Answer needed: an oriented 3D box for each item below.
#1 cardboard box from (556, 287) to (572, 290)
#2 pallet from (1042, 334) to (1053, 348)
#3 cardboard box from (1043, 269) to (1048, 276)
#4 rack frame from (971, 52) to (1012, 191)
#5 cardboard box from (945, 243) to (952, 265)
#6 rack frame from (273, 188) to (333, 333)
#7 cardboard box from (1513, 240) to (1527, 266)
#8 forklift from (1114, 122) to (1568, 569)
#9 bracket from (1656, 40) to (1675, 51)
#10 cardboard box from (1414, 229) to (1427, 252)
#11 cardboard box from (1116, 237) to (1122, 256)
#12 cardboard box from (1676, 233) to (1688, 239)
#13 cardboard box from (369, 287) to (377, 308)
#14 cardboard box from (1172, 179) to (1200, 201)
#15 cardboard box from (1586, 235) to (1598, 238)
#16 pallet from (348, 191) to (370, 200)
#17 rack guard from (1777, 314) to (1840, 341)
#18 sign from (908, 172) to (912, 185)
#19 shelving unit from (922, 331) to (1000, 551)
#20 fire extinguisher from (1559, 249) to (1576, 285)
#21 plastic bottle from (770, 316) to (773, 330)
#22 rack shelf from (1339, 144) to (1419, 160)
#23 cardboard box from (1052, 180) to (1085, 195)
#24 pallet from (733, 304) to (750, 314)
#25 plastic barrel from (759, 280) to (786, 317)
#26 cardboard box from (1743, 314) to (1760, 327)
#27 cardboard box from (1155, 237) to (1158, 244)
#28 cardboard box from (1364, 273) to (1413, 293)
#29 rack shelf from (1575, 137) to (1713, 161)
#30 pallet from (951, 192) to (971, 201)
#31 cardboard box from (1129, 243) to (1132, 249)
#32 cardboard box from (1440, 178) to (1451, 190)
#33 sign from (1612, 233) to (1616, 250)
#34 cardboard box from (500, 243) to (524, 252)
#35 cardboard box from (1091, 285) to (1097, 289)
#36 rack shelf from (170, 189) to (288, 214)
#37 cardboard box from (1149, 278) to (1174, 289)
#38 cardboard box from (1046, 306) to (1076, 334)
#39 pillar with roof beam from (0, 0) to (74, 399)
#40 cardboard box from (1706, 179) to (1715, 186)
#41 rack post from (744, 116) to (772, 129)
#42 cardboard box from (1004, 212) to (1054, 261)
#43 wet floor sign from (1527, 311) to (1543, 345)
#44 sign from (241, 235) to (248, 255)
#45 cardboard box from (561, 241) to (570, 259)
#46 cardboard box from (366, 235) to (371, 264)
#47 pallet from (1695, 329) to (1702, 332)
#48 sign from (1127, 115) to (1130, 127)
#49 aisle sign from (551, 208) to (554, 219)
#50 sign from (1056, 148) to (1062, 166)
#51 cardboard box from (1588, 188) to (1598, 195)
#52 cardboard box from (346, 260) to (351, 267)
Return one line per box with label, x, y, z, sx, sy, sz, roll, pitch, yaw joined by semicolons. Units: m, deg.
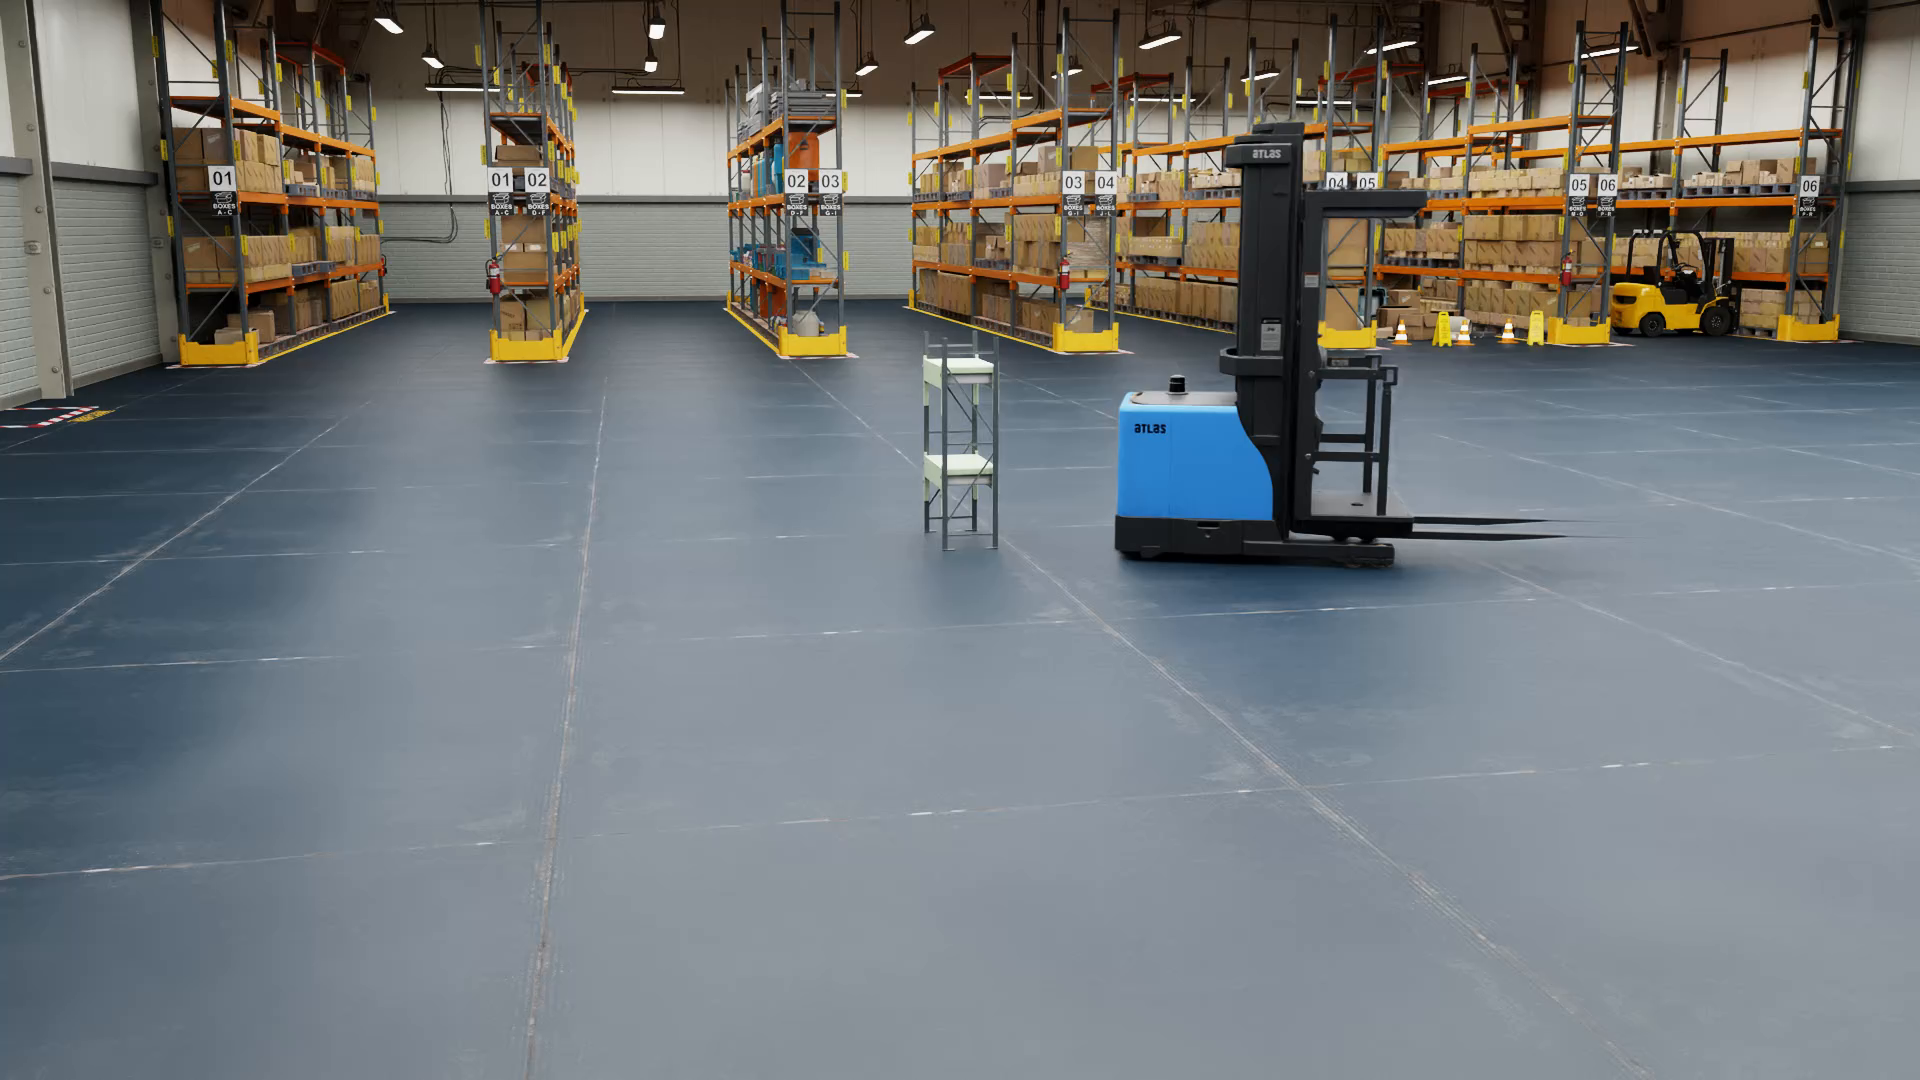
cardboard box;-10.112;-6.106;41.753;0.797;0.503;0.637;-2;11;-11
pallet;2.173;-3.725;31.201;1.003;0.211;1.213;-2;11;-11
cardboard box;1.794;-5.080;31.537;0.380;0.149;0.250;-2;11;-11
rack frame;0.755;-9.345;37.225;1.000;3.000;0.127;-2;11;-11
cardboard box;-0.080;-6.995;40.656;0.500;0.500;0.500;-2;11;-11
rack frame;-13.821;-5.857;34.947;1.000;3.000;0.127;-2;11;-11
cardboard box;11.469;-5.759;33.370;0.500;0.500;0.500;-2;11;-11
forklift;2.630;-1.351;11.455;3.031;2.935;1.130;2;11;8
bracket;16.214;-11.359;38.182;0.235;0.232;0.430;-2;11;-11
cardboard box;10.644;-6.784;37.631;0.500;0.500;0.500;-3;11;-13
cardboard box;4.391;-7.662;43.366;0.500;0.500;0.500;-2;11;-13
cardboard box;15.893;-6.650;36.316;0.380;0.149;0.250;-2;11;-10
cardboard box;-15.046;-6.086;41.713;0.700;0.500;0.500;-2;11;-11
cardboard box;5.279;-8.178;38.848;0.500;0.500;0.500;-2;11;-11
cardboard box;15.397;-7.295;41.109;0.500;0.500;0.500;-2;11;-8
pallet;-14.982;-8.394;40.493;1.003;0.211;1.213;-2;11;-11
rack guard;16.904;-4.239;33.133;1.175;0.500;0.348;-2;11;-11
sign;-1.347;-9.788;45.025;0.100;0.325;0.005;-2;11;-11
shelving unit;0.001;-0.736;12.050;0.431;1.500;0.755;-2;11;-11
fire extinguisher;11.602;-5.215;31.780;0.296;0.674;0.183;-2;11;-11
plastic bottle;-3.694;-4.285;32.809;0.097;0.271;0.097;0;11;0
rack shelf;10.087;-9.522;41.151;1.077;0.370;4.000;-2;11;-11
cardboard box;1.968;-6.409;30.227;0.500;0.250;0.500;-2;11;-10
pallet;-5.303;-5.939;42.834;1.003;0.211;1.213;-2;11;-11
plastic barrel;-4.215;-5.447;37.472;0.600;0.830;0.708;-2;11;-11
cardboard box;16.411;-4.494;34.014;0.500;0.250;0.500;-2;11;-11
cardboard box;4.900;-7.195;39.935;0.380;0.149;0.250;-2;11;-11
cardboard box;10.423;-6.050;40.520;0.875;0.875;0.875;-2;11;-12
rack shelf;15.733;-8.969;38.248;1.077;0.370;4.000;-2;11;-11
pallet;0.357;-8.099;39.211;1.003;0.211;1.213;-2;11;-8
cardboard box;4.487;-7.433;41.980;0.380;0.149;0.250;-2;11;-10
cardboard box;10.904;-7.825;36.543;0.500;0.250;0.500;-2;11;-10
sign;12.564;-5.736;31.994;0.100;0.325;0.005;-2;11;-11
cardboard box;-7.668;-5.002;28.450;0.380;0.149;0.250;-2;11;-12
cardboard box;3.852;-7.016;45.947;0.380;0.149;0.250;-3;11;-14
rack shelf;-12.655;-5.877;28.952;1.077;0.370;4.000;-2;11;-11
cardboard box;4.947;-6.303;40.848;0.500;0.250;0.500;-2;11;-9
cardboard box;1.953;-4.248;32.053;0.500;0.500;0.500;-1;11;-6
pillar with roof beam;-7.860;-6.490;22.227;9.100;9.000;0.400;-2;11;-11
cardboard box;16.061;-7.577;35.241;0.380;0.149;0.250;-2;11;-9
rack post;-4.285;-9.259;36.976;0.954;0.300;0.937;-2;11;-11
cardboard box;1.516;-6.316;34.629;1.000;1.000;1.000;-2;11;-11
wet floor sign;11.019;-4.060;31.803;0.267;0.644;0.232;2;11;9
sign;-11.733;-4.835;27.261;0.100;0.325;0.005;-2;11;-11
cardboard box;-9.187;-6.579;37.352;0.700;0.500;0.500;0;11;0
cardboard box;-14.977;-7.105;40.703;0.980;0.700;0.700;-3;11;-14
pallet;16.235;-4.688;36.264;1.003;0.211;1.213;-2;11;-11
sign;4.632;-11.527;45.769;0.100;0.325;0.005;-2;11;-11
aisle sign;-10.820;-8.784;43.372;0.394;0.787;0.004;-2;11;-11
sign;1.762;-6.822;29.627;0.100;0.325;0.005;-2;11;-11
cardboard box;12.285;-6.713;32.095;0.380;0.149;0.250;-2;11;-11
cardboard box;-14.069;-6.285;37.811;0.380;0.149;0.250;-2;11;-11
